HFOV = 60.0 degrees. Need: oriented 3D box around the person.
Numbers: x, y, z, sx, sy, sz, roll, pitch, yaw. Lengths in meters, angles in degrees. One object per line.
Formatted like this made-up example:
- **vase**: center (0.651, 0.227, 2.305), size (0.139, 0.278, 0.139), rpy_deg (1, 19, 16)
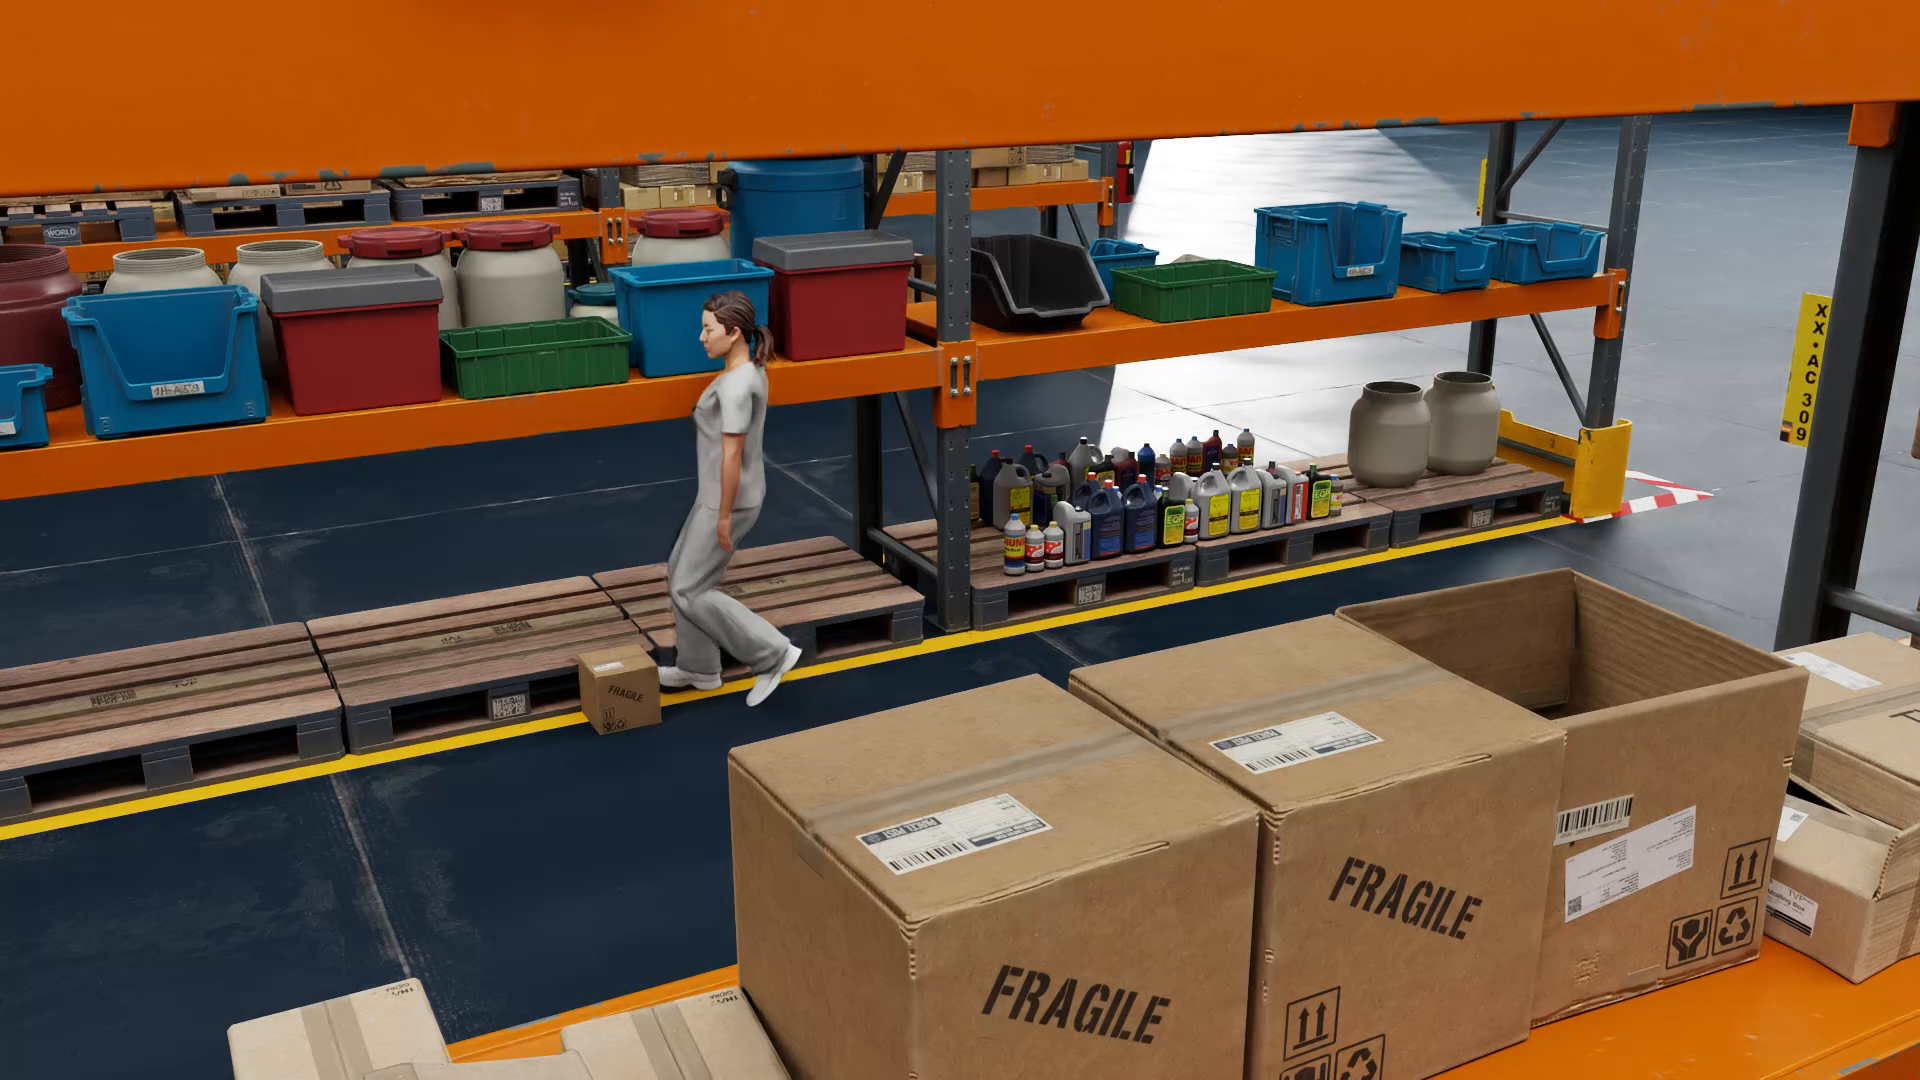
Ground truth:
- **person**: center (-0.947, -0.159, 6.476), size (0.651, 1.627, 0.479), rpy_deg (0, 19, 1)
